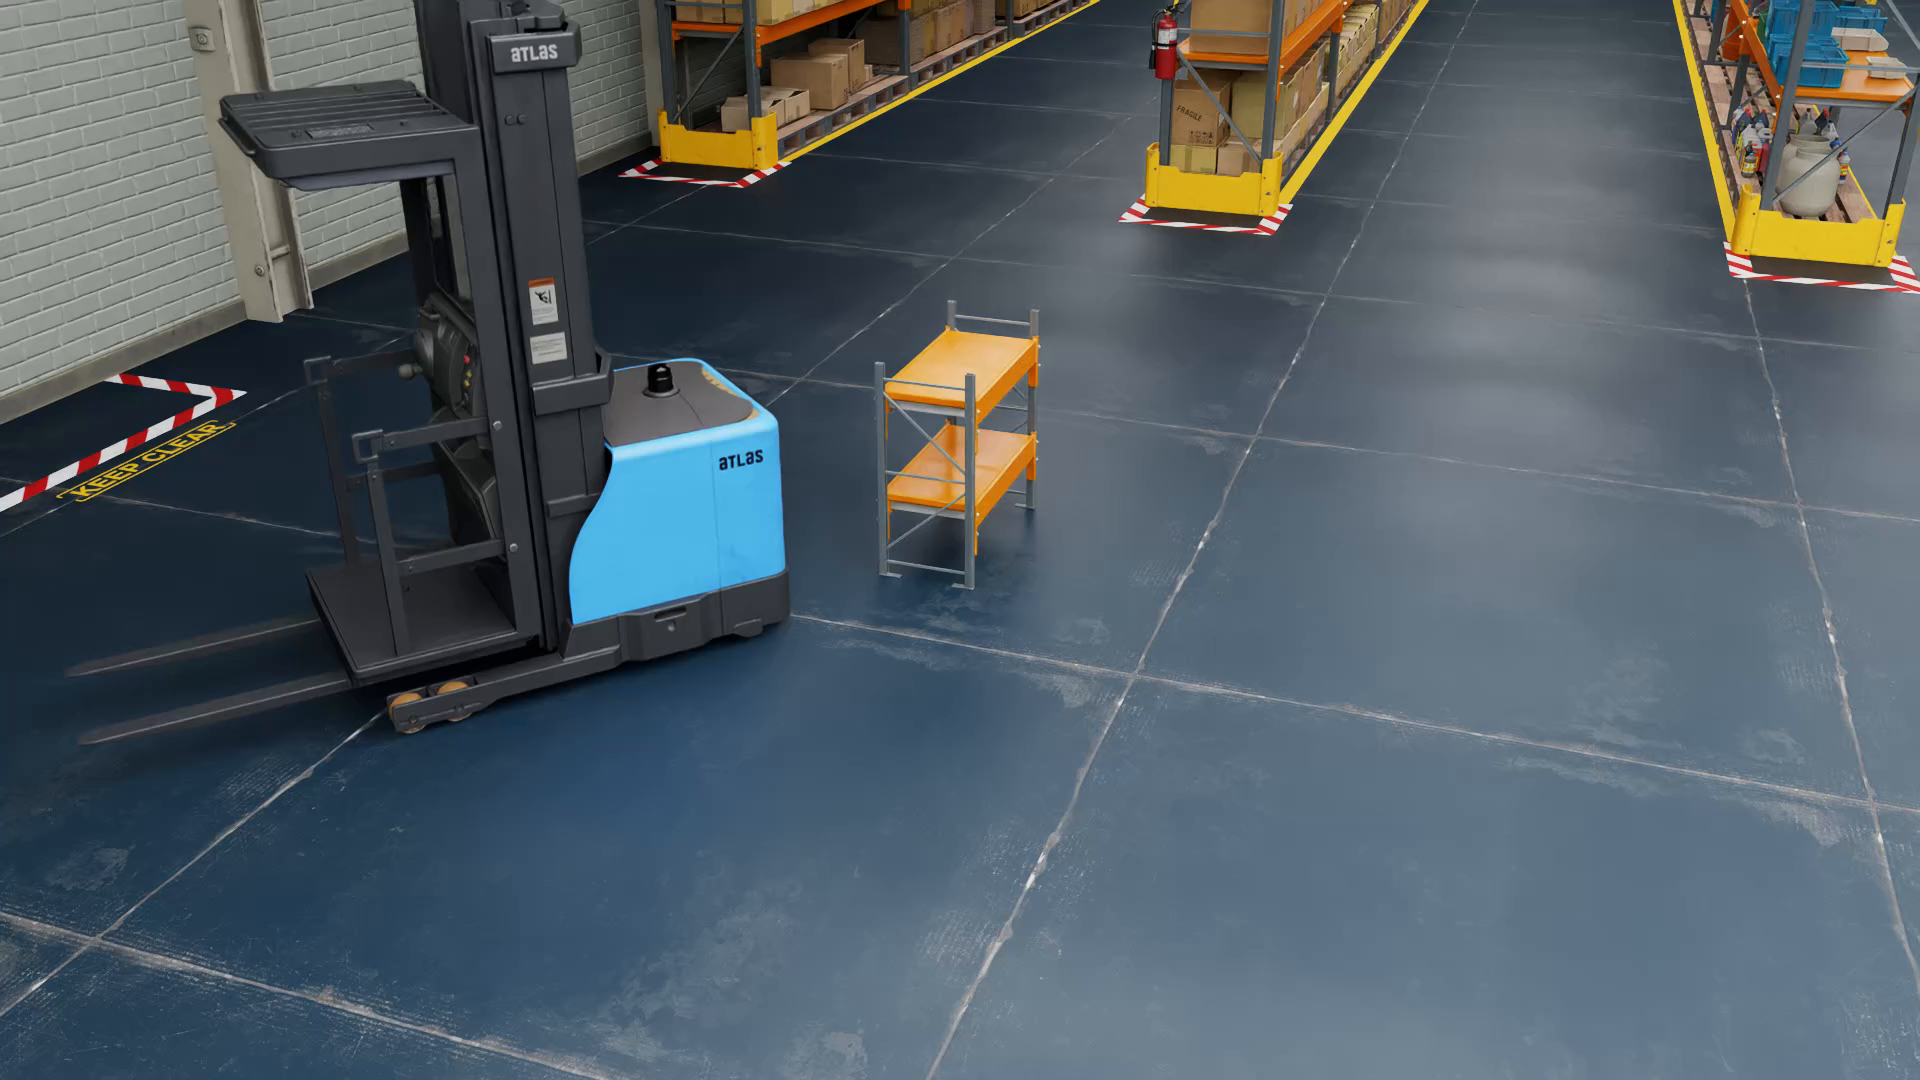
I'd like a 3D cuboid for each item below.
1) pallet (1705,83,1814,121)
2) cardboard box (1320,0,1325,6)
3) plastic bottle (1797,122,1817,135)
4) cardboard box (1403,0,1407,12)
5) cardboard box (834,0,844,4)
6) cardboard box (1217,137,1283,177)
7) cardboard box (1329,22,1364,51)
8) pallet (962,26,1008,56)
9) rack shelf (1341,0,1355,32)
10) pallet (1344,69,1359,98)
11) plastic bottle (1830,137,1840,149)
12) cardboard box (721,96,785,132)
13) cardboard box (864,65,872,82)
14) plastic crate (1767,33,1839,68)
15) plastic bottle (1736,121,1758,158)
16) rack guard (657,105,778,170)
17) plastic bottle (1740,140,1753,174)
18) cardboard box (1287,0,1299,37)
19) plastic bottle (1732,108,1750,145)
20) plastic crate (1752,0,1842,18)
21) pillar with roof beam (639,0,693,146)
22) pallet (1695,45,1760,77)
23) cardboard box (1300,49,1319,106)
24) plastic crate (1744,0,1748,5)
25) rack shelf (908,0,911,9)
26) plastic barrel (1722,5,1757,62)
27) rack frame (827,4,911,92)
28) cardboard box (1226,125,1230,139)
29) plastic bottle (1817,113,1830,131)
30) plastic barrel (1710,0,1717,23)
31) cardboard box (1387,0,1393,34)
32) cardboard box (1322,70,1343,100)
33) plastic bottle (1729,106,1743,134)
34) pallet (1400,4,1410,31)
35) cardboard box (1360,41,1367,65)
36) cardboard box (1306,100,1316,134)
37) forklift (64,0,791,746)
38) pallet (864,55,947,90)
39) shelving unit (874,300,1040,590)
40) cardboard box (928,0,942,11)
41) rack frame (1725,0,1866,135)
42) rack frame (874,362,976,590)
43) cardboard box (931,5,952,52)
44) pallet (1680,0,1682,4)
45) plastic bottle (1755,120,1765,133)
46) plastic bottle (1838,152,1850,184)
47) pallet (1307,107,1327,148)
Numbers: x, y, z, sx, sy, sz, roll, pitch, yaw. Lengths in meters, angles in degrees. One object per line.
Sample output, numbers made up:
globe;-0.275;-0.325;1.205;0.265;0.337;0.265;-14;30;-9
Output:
pallet;8.892;-4.853;18.532;1.003;0.211;1.213;9;27;17
cardboard box;3.451;-5.859;17.294;0.700;0.500;0.500;8;27;16
plastic bottle;8.108;-3.875;15.932;0.152;0.276;0.135;9;27;17
cardboard box;6.189;-7.911;24.011;0.500;0.500;0.500;9;27;18
cardboard box;-1.444;-5.797;17.431;0.500;0.250;0.500;9;27;18
cardboard box;2.650;-3.493;15.195;0.500;0.250;0.500;9;27;17
cardboard box;4.476;-5.967;19.661;0.500;0.311;0.500;10;27;19
pallet;-0.010;-6.782;22.514;1.003;0.211;1.213;9;27;17
rack shelf;4.259;-6.495;19.548;1.077;0.370;4.000;9;27;17
pallet;4.206;-5.553;19.978;1.003;0.211;1.213;9;27;17
plastic bottle;8.044;-3.569;15.304;0.097;0.271;0.097;0;26;0
cardboard box;-2.096;-4.329;16.830;0.500;0.311;0.500;6;26;12
cardboard box;-1.229;-5.412;19.233;0.380;0.166;0.250;5;26;11
plastic crate;7.038;-4.082;13.908;0.499;0.251;0.408;9;27;17
plastic bottle;7.399;-3.759;15.607;0.144;0.351;0.185;9;27;17
rack guard;-2.385;-3.976;16.389;1.175;0.500;0.348;9;27;17
plastic bottle;7.151;-3.478;15.103;0.061;0.283;0.133;9;27;19
cardboard box;2.770;-5.008;15.536;0.700;0.500;0.500;9;27;18
plastic bottle;7.603;-4.011;16.128;0.144;0.351;0.185;10;27;19
plastic crate;7.969;-5.053;15.814;0.767;0.338;0.504;9;27;17
pillar with roof beam;1.066;-7.559;14.036;9.100;9.000;0.400;9;27;17
pallet;9.817;-5.996;20.892;1.003;0.211;1.213;9;27;17
cardboard box;3.305;-4.654;16.733;0.500;0.500;0.500;9;27;17
plastic crate;8.337;-5.768;17.240;0.392;0.384;0.575;9;27;17
rack shelf;-0.414;-7.212;21.029;1.077;0.370;4.000;9;27;17
plastic barrel;9.741;-6.337;20.404;0.600;0.830;0.708;9;27;17
rack frame;-1.080;-6.714;19.174;1.000;3.000;0.127;9;27;17
cardboard box;2.317;-3.775;15.778;0.500;0.250;0.500;9;27;17
plastic bottle;8.256;-3.898;15.893;0.144;0.351;0.185;7;27;15
plastic barrel;10.728;-7.588;22.906;0.600;0.901;0.708;9;27;17
cardboard box;5.514;-7.075;22.285;0.500;0.500;0.500;8;27;16
cardboard box;3.961;-5.078;18.470;0.500;0.250;0.500;8;27;16
plastic bottle;7.743;-4.180;16.567;0.097;0.271;0.097;0;26;0
pallet;6.020;-7.690;24.390;1.003;0.211;1.213;9;27;17
cardboard box;4.641;-5.922;20.213;0.500;0.250;0.500;9;27;19
cardboard box;3.317;-4.315;16.892;0.500;0.250;0.500;9;27;17
forklift;-2.338;-0.763;6.962;3.031;2.935;1.130;-14;29;-27
pallet;-0.822;-5.779;20.443;1.003;0.211;1.213;9;27;17
shelving unit;0.002;-0.509;8.511;0.538;1.125;1.048;9;27;17
cardboard box;-0.537;-6.825;20.907;0.500;0.250;0.500;8;27;16
rack frame;8.263;-5.277;16.207;1.000;3.000;0.127;9;27;17
rack frame;-0.167;-0.300;8.079;0.500;1.125;0.032;9;27;17
cardboard box;-0.518;-6.515;21.128;0.700;0.500;0.500;9;27;18
pallet;11.945;-8.620;26.312;1.003;0.211;1.213;9;27;17
plastic bottle;7.669;-3.899;15.986;0.097;0.271;0.097;0;26;0
plastic bottle;7.829;-3.303;14.756;0.097;0.271;0.097;0;26;0
pallet;3.289;-4.421;17.639;1.003;0.211;1.213;9;27;17
